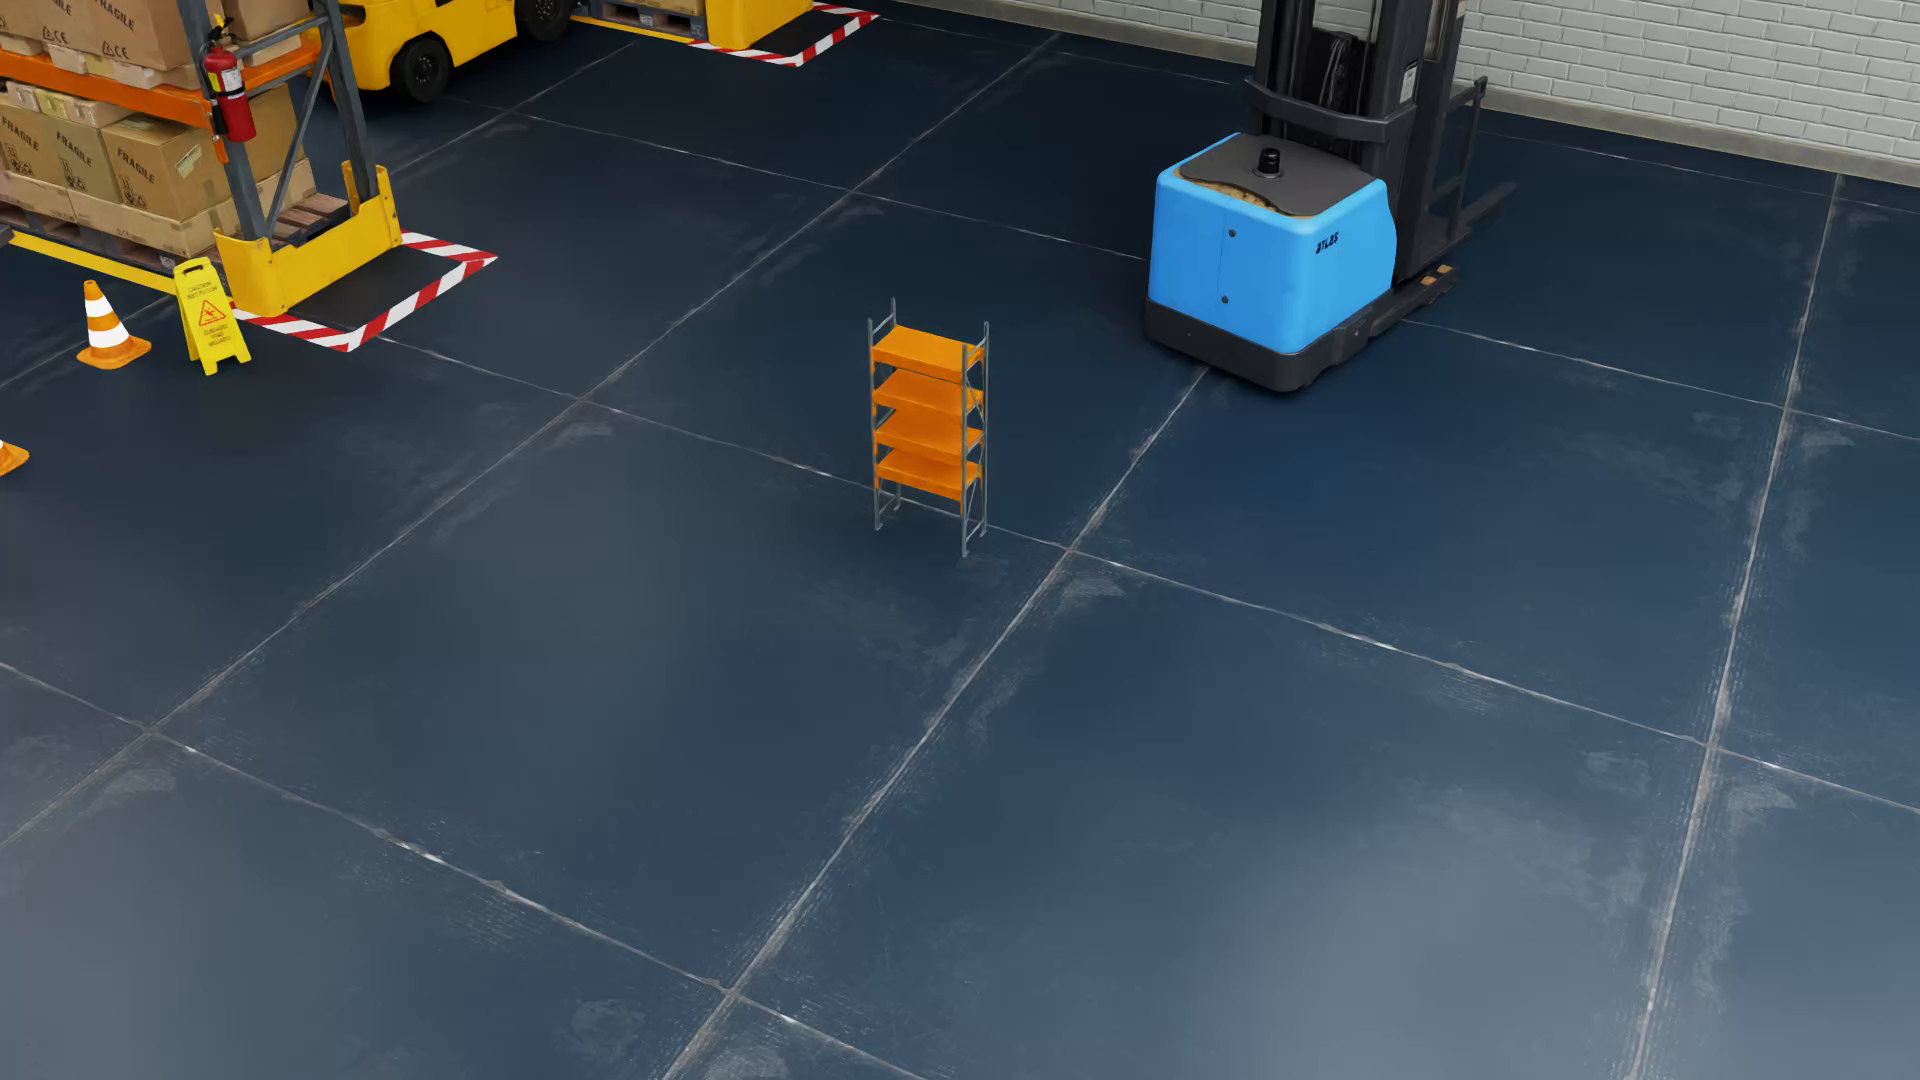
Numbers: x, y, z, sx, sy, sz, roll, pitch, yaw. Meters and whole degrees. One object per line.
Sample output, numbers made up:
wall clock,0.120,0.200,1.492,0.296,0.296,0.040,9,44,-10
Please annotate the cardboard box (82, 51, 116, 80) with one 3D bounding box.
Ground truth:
cardboard box,-4.885,-2.846,9.746,0.250,0.149,0.380,17,40,21

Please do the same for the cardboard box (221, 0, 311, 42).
cardboard box,-4.254,-3.302,9.810,0.500,0.500,0.500,17,40,21

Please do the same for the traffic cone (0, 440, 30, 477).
traffic cone,-5.145,-0.589,8.663,0.334,0.463,0.336,17,41,21

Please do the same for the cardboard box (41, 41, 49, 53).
cardboard box,-5.291,-3.048,10.012,0.250,0.149,0.380,18,41,22

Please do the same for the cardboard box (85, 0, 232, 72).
cardboard box,-4.570,-3.025,9.445,0.500,0.500,0.500,17,40,21

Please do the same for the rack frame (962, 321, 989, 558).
rack frame,0.070,-0.456,7.878,0.015,1.200,0.240,17,41,21

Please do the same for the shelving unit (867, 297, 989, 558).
shelving unit,-0.147,-0.524,7.968,0.503,1.200,0.258,17,41,21

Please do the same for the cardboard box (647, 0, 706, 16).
cardboard box,-2.244,-4.562,13.726,0.500,0.250,0.500,18,41,22

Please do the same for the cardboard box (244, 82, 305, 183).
cardboard box,-4.572,-2.613,10.538,0.500,0.500,0.500,16,40,20

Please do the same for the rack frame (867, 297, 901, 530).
rack frame,-0.364,-0.592,8.057,0.015,1.200,0.240,17,41,21

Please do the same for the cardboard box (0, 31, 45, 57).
cardboard box,-5.560,-3.070,10.042,0.250,0.149,0.380,17,40,21

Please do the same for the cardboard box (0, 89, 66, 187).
cardboard box,-5.702,-2.604,10.526,0.500,0.500,0.500,16,40,20

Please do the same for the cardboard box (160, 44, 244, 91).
cardboard box,-4.392,-2.752,9.623,0.250,0.149,0.380,19,41,23

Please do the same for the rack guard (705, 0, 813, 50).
rack guard,-1.660,-4.527,13.820,0.348,0.500,1.175,17,41,21

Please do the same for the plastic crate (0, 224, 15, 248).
plastic crate,-6.496,-1.936,10.754,0.583,0.080,0.402,4,37,6

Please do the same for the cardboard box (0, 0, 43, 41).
cardboard box,-5.455,-3.307,9.817,0.500,0.500,0.500,17,40,21

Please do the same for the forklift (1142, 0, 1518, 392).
forklift,2.431,-2.798,9.531,1.130,2.935,3.031,29,46,32

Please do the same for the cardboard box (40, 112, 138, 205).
cardboard box,-5.257,-2.460,10.336,0.500,0.500,0.500,19,41,23

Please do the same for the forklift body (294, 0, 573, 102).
forklift body,-4.205,-4.739,12.734,1.214,2.155,2.313,17,41,21

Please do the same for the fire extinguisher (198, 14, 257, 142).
fire extinguisher,-4.071,-2.553,9.216,0.183,0.674,0.296,17,41,21

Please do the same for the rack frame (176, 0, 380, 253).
rack frame,-3.961,-2.863,9.561,0.127,3.000,1.000,17,41,21

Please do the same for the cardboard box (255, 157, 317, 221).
cardboard box,-4.550,-2.308,10.756,0.500,0.250,0.500,17,40,21

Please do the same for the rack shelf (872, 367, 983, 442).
rack shelf,-0.147,-0.649,7.873,0.480,0.148,0.258,17,41,21

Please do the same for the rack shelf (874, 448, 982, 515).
rack shelf,-0.147,-0.312,8.128,0.480,0.148,0.258,17,41,21

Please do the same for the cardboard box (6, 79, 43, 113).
cardboard box,-5.604,-2.787,10.230,0.250,0.149,0.380,19,41,23

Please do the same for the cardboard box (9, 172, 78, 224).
cardboard box,-5.726,-2.306,10.754,0.500,0.250,0.500,16,40,20

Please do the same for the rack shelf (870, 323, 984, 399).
rack shelf,-0.147,-0.837,7.730,0.480,0.148,0.258,17,41,21

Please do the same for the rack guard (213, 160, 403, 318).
rack guard,-4.029,-1.889,10.344,0.348,0.500,1.175,17,41,21

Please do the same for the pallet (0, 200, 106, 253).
pallet,-5.813,-2.359,11.202,1.213,0.211,1.003,17,41,21

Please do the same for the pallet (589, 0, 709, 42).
pallet,-2.380,-4.609,14.167,1.213,0.211,1.003,17,41,21

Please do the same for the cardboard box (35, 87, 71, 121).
cardboard box,-5.371,-2.713,10.133,0.250,0.149,0.380,18,41,22

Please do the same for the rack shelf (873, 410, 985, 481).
rack shelf,-0.147,-0.470,8.008,0.480,0.148,0.258,17,41,21

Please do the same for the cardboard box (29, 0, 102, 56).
cardboard box,-5.012,-3.166,9.631,0.500,0.500,0.500,17,41,22

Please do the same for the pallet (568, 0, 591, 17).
pallet,-3.459,-4.949,14.614,1.213,0.211,1.003,17,41,21

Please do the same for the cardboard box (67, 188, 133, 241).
cardboard box,-5.259,-2.164,10.566,0.500,0.250,0.500,18,41,22

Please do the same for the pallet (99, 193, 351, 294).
pallet,-4.734,-2.019,10.754,1.213,0.211,1.003,17,41,21

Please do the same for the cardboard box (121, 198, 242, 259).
cardboard box,-4.824,-2.022,10.380,0.500,0.250,0.500,17,40,21

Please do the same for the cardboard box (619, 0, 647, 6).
cardboard box,-2.681,-4.706,13.915,0.500,0.250,0.500,17,41,21

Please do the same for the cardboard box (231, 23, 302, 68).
cardboard box,-4.168,-2.969,9.908,0.250,0.149,0.380,18,41,22

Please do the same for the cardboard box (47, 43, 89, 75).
cardboard box,-5.128,-2.901,9.819,0.250,0.149,0.380,18,41,22

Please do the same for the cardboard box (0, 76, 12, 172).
cardboard box,-6.173,-2.750,10.718,0.500,0.500,0.500,20,41,24

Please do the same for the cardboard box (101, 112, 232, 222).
cardboard box,-4.792,-2.317,10.148,0.500,0.500,0.500,18,41,22

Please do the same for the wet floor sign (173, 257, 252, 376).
wet floor sign,-4.284,-1.298,9.446,0.267,0.644,0.232,-29,46,-33

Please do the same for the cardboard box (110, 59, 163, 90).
cardboard box,-4.668,-2.763,9.637,0.250,0.149,0.380,17,40,21

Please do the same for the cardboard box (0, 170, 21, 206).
cardboard box,-6.162,-2.450,10.943,0.500,0.250,0.500,17,40,21

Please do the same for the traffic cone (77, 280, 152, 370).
traffic cone,-4.936,-1.280,9.573,0.334,0.463,0.336,17,41,21

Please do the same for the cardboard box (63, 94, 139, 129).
cardboard box,-5.149,-2.641,10.038,0.250,0.149,0.380,19,41,23

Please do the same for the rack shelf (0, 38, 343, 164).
rack shelf,-5.737,-3.133,10.511,4.000,0.370,1.077,17,41,21

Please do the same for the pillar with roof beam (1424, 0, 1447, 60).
pillar with roof beam,1.463,-4.617,6.909,0.400,9.000,9.100,17,41,21
